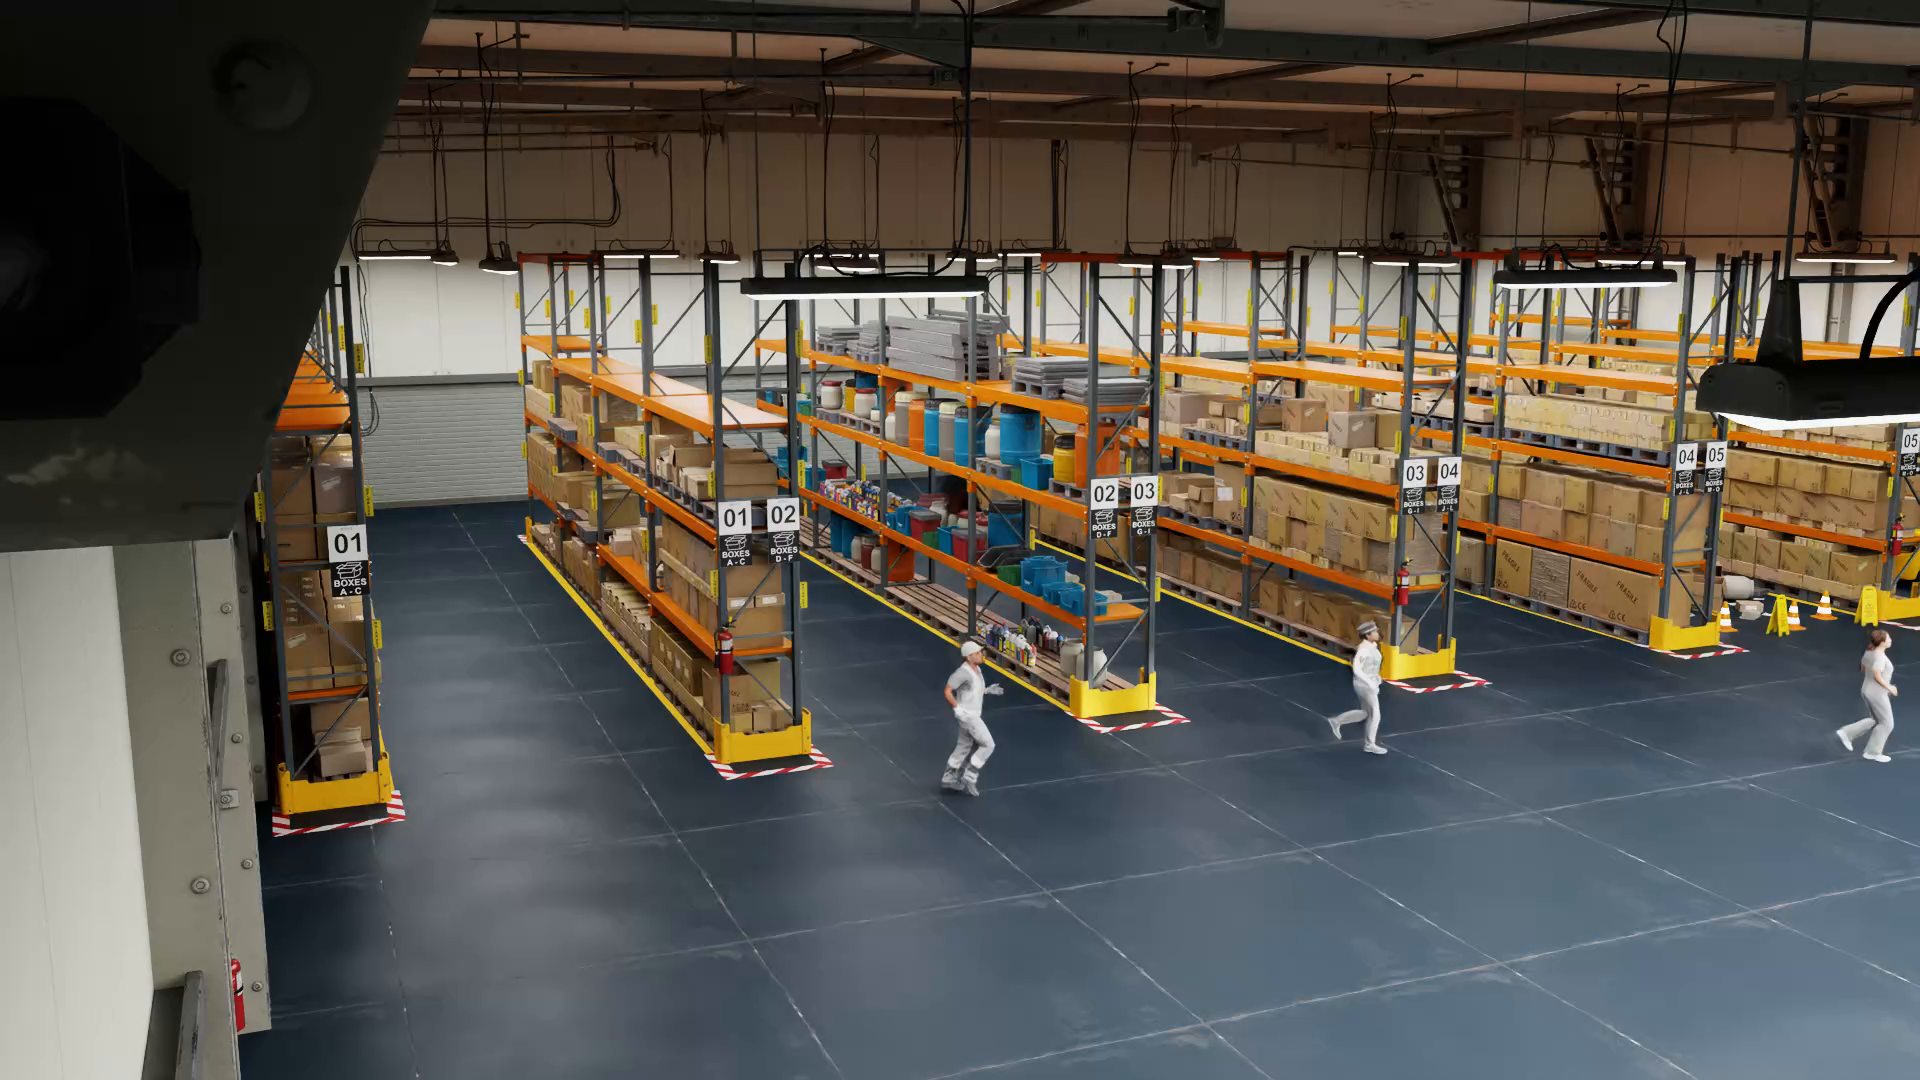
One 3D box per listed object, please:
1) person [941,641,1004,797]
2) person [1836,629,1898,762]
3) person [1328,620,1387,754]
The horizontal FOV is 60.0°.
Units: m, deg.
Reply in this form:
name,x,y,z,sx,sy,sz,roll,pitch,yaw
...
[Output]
name,x,y,z,sx,sy,sz,roll,pitch,yaw
person,0.142,2.037,19.031,0.713,1.809,0.619,1,10,6
person,11.059,1.892,20.200,0.618,1.630,0.574,2,11,10
person,4.936,1.795,20.547,0.734,1.687,0.616,3,11,18
